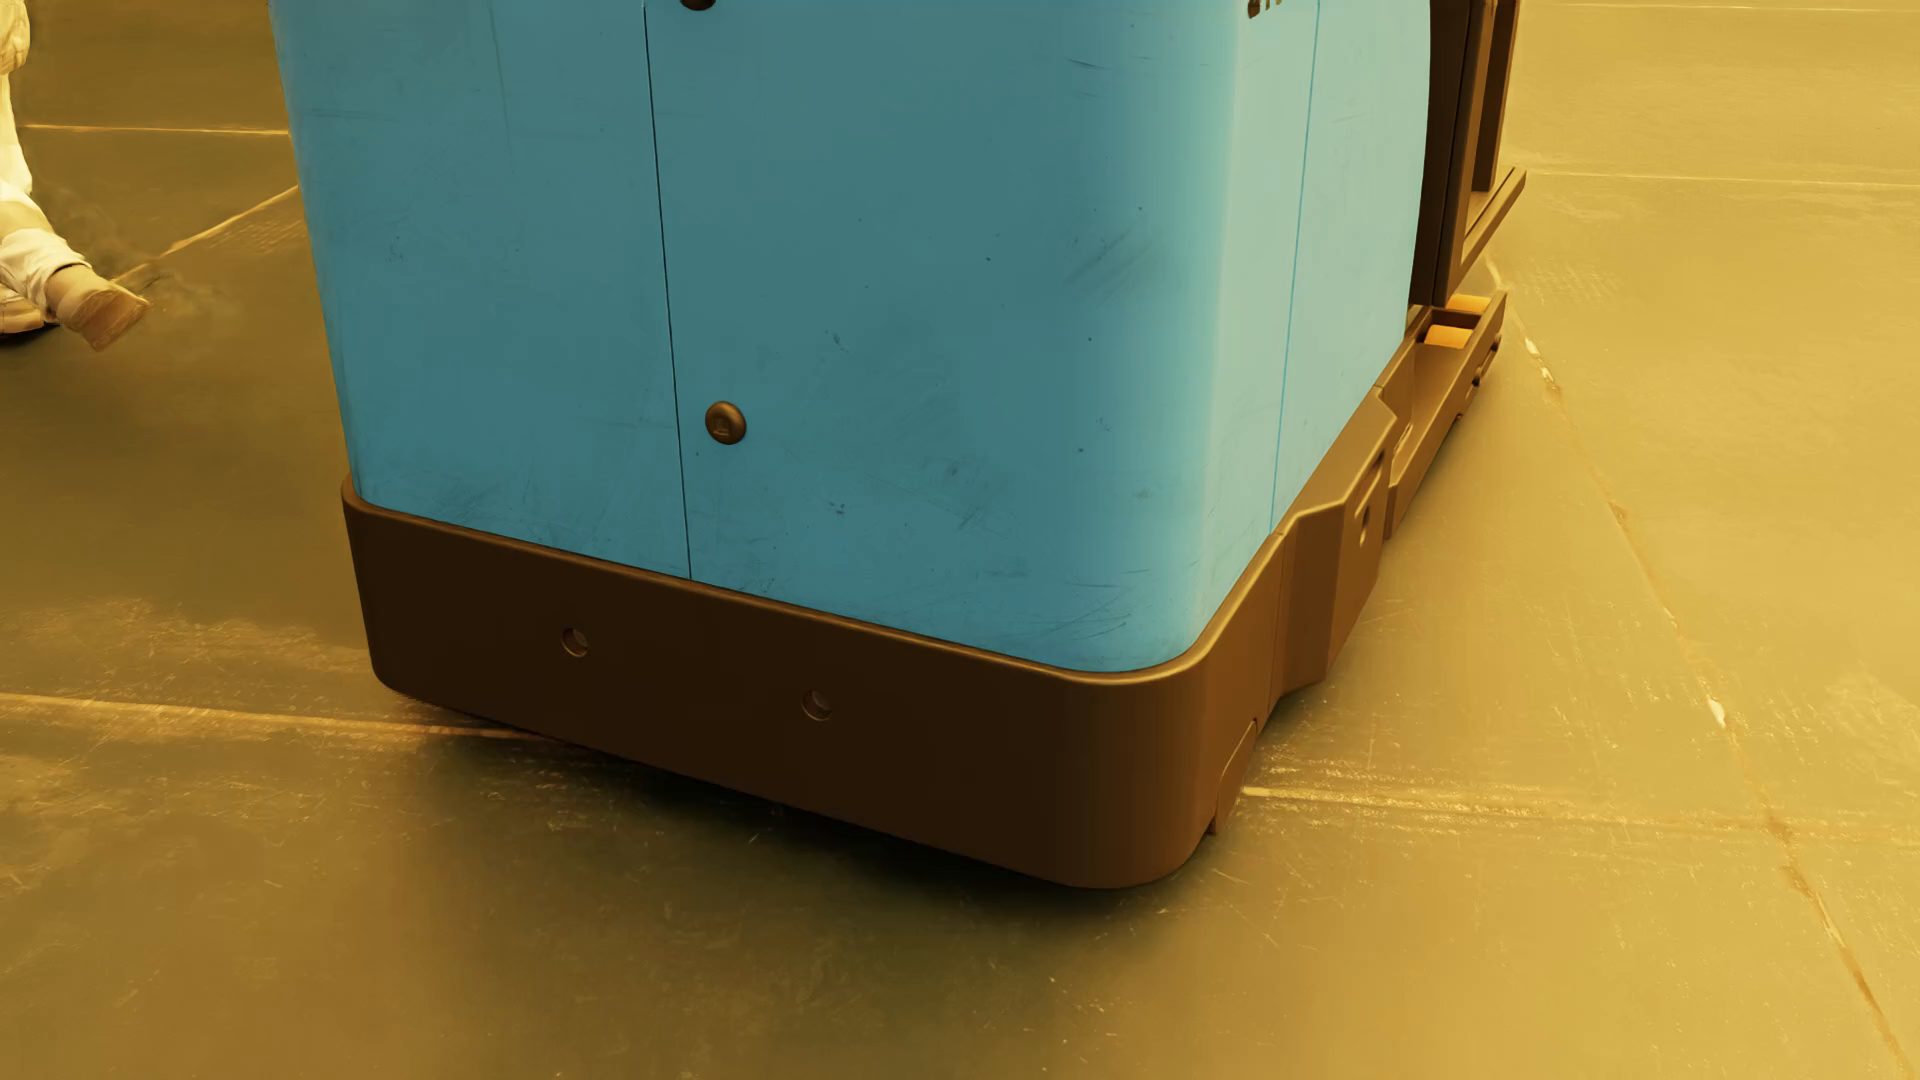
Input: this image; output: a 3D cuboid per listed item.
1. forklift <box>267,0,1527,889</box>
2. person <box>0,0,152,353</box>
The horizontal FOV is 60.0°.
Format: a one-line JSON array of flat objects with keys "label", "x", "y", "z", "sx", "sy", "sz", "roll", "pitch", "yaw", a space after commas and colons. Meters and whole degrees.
[{"label": "forklift", "x": 0.362, "y": -1.597, "z": 2.417, "sx": 1.130, "sy": 2.935, "sz": 3.031, "roll": 12, "pitch": 29, "yaw": 22}, {"label": "person", "x": -1.764, "y": -1.098, "z": 3.043, "sx": 0.845, "sy": 1.507, "sz": 1.130, "roll": -10, "pitch": 28, "yaw": -20}]
